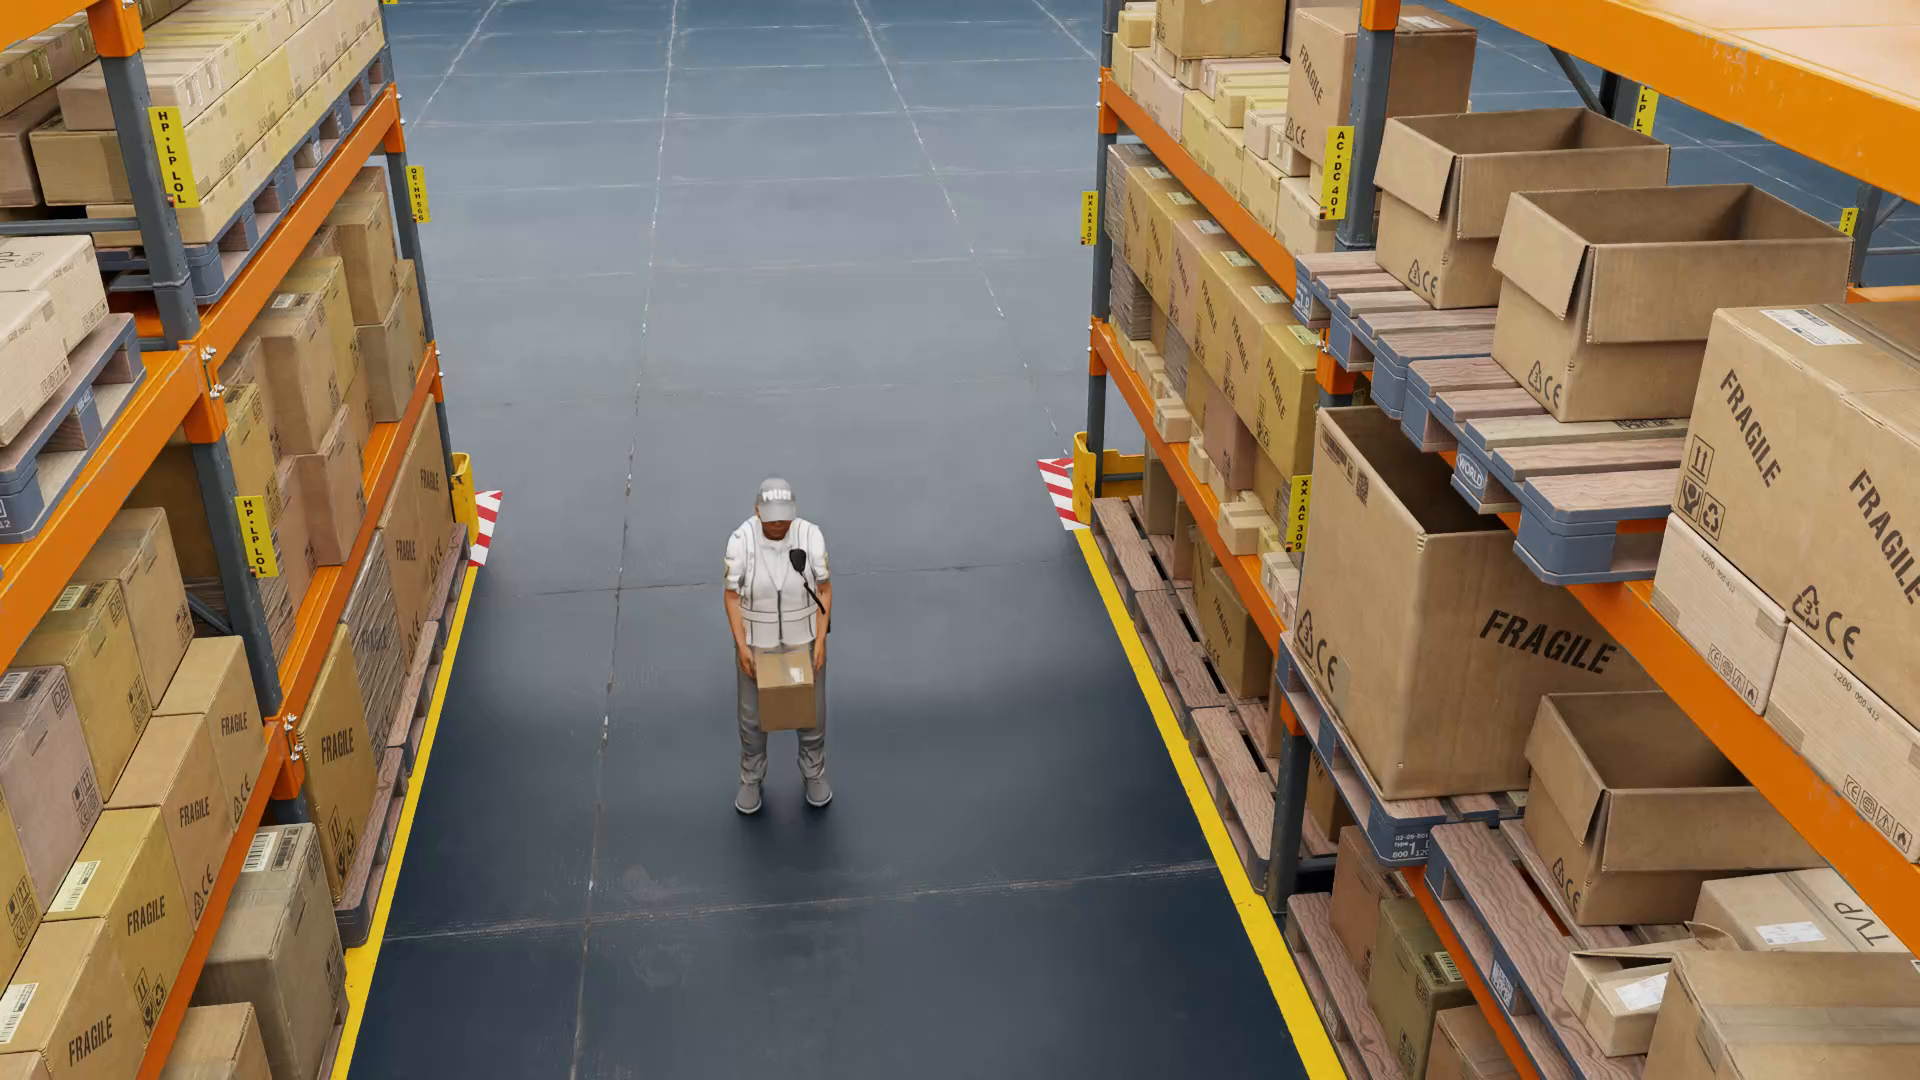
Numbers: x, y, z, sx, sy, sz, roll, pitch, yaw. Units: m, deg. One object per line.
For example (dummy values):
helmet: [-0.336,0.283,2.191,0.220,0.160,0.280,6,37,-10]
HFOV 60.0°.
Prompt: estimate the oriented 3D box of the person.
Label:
person: [-0.836,0.475,7.702,0.513,1.657,0.426,-4,28,-8]
